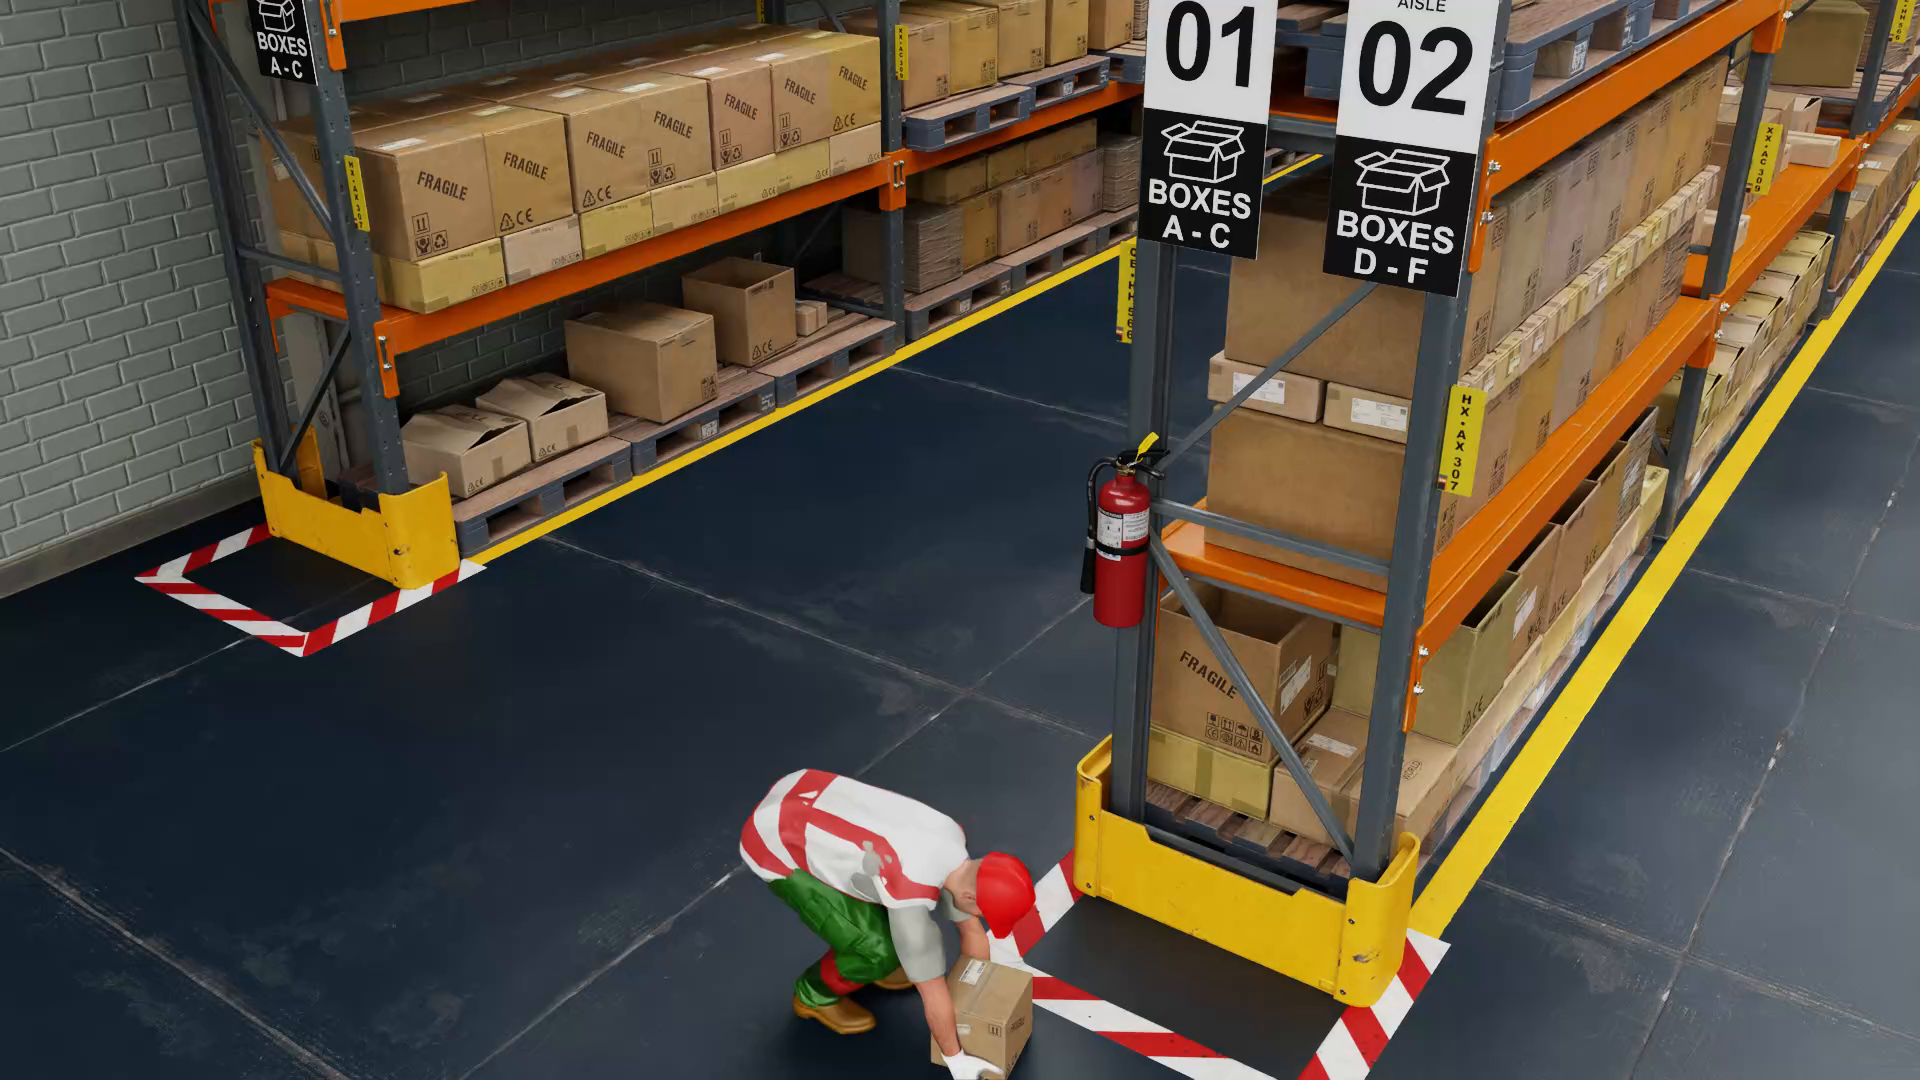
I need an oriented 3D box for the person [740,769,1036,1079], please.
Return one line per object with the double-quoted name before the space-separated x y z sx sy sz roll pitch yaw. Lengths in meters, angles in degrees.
"person" -0.215 1.187 5.326 0.967 0.854 0.529 10 28 18
